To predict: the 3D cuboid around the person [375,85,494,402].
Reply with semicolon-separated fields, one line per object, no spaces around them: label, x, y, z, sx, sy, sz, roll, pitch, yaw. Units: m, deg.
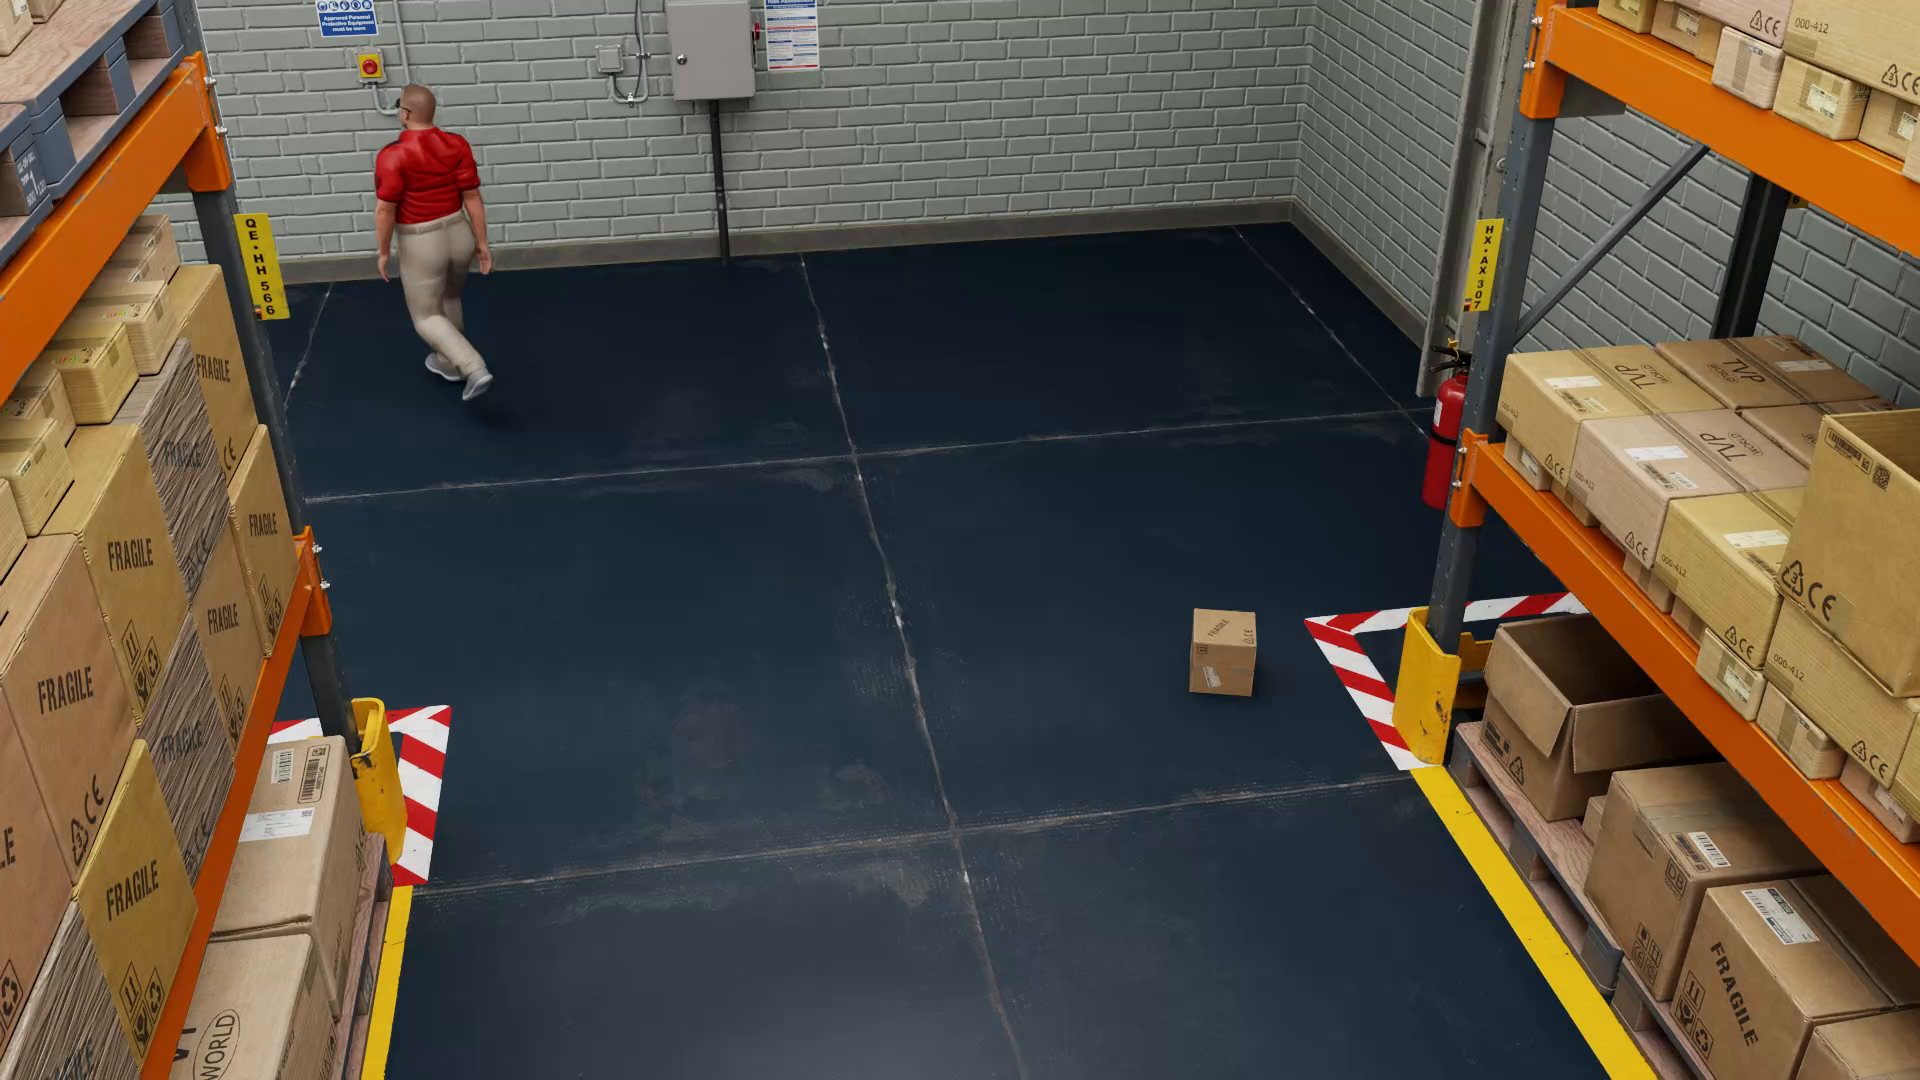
person;-2.766;-1.543;8.756;0.908;1.688;0.550;25;39;36
